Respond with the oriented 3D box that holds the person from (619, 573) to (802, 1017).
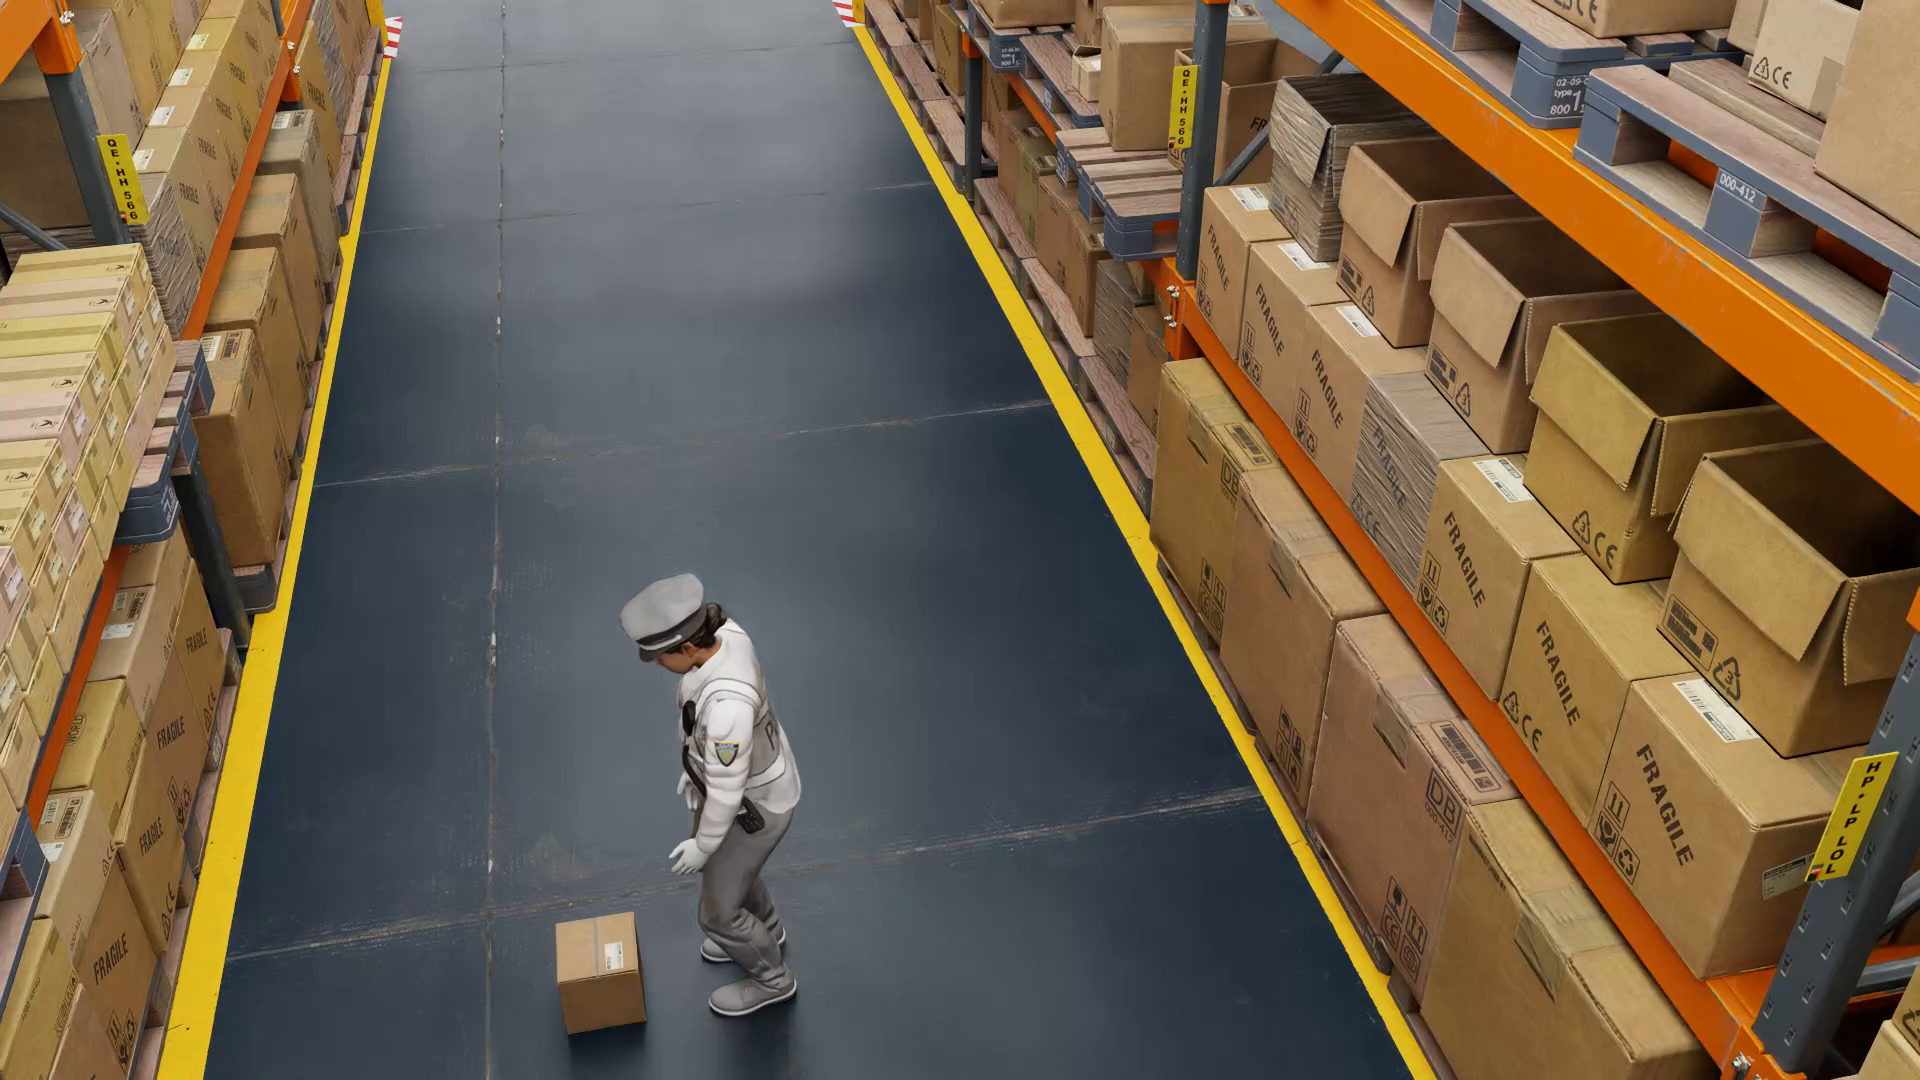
[{"bbox_3d":[-0.713,0.797,5.040,0.465,1.615,0.504,-6,35,-9],"label":"person"}]
